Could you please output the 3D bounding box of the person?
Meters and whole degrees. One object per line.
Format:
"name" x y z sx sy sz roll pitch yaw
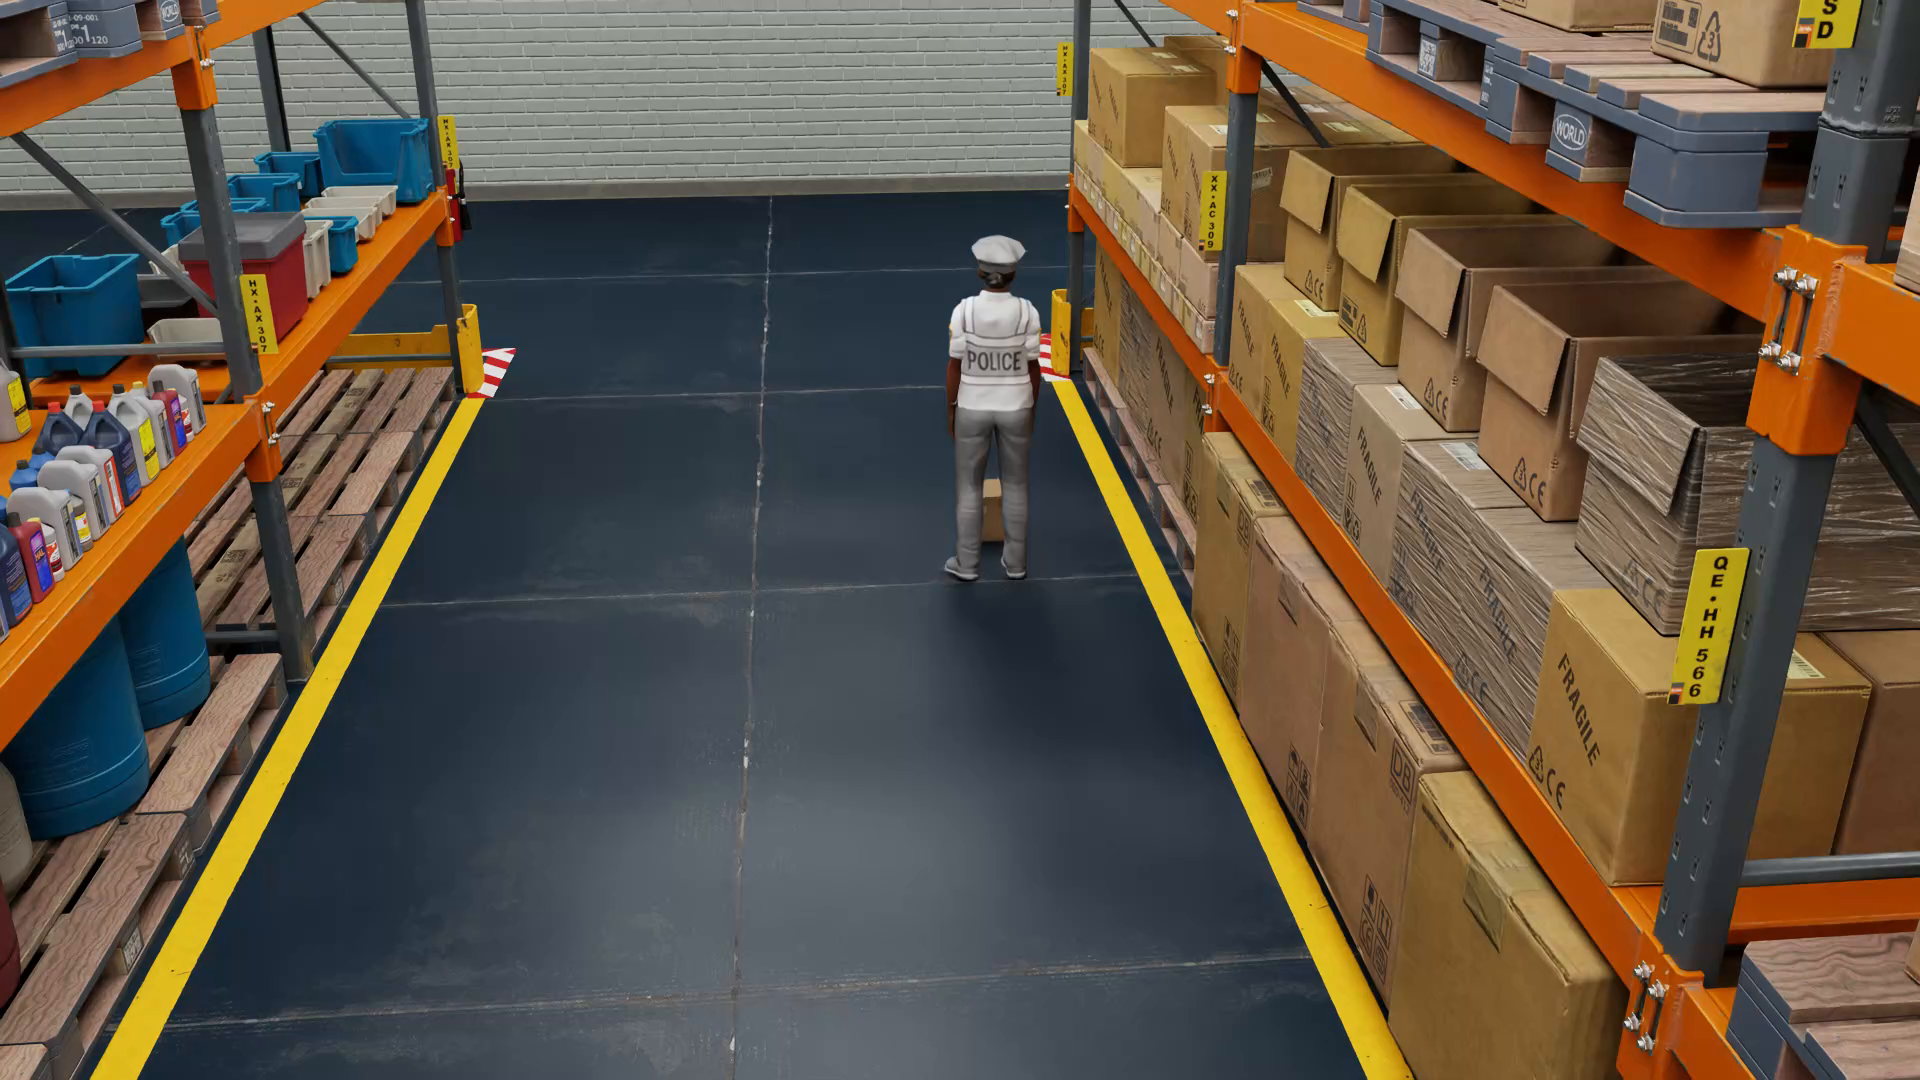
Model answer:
"person" 0.141 -0.591 7.957 0.441 1.654 0.336 -2 24 -4
